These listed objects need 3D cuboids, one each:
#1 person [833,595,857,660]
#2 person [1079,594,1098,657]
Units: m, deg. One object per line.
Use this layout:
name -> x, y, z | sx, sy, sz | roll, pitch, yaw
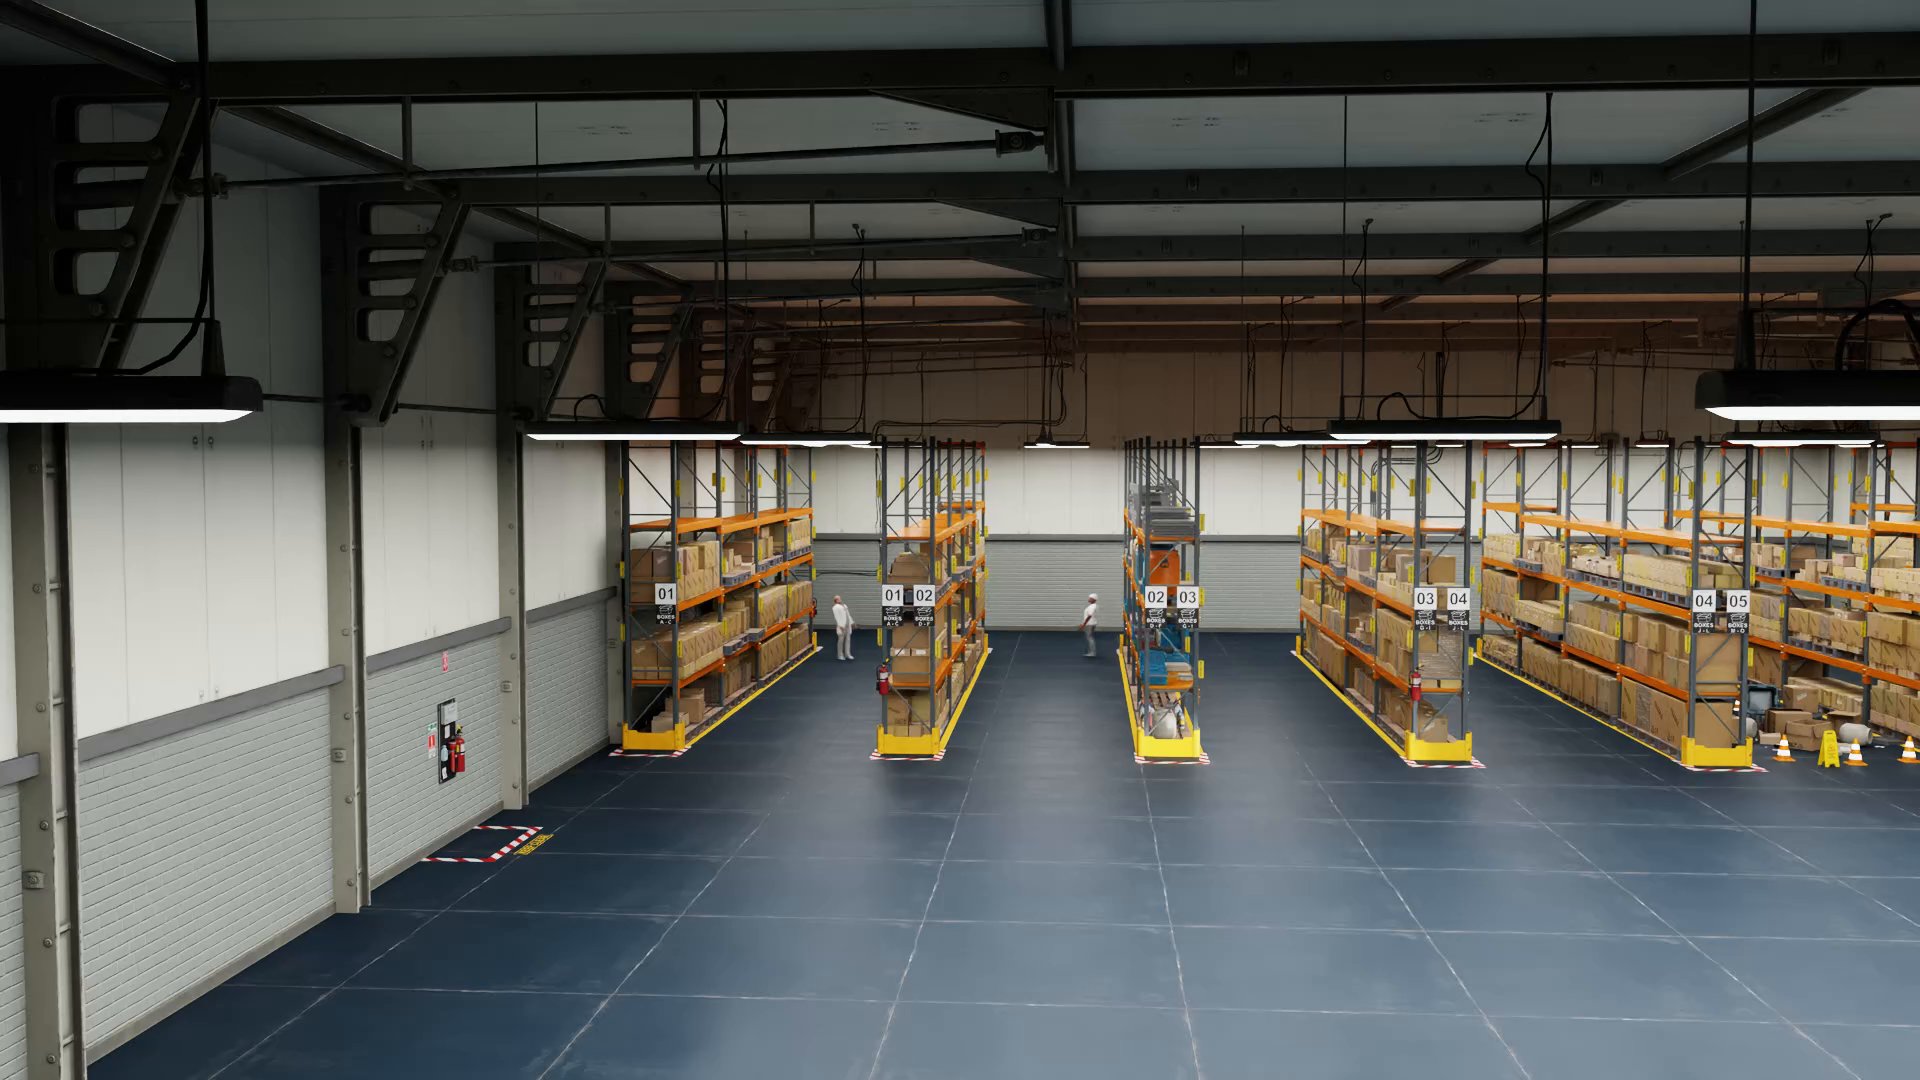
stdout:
person -> -3.181, 2.425, 45.949 | 0.551, 1.777, 0.647 | 3, 4, 43
person -> 3.589, 2.396, 46.175 | 0.514, 1.814, 0.644 | 2, 4, 36
